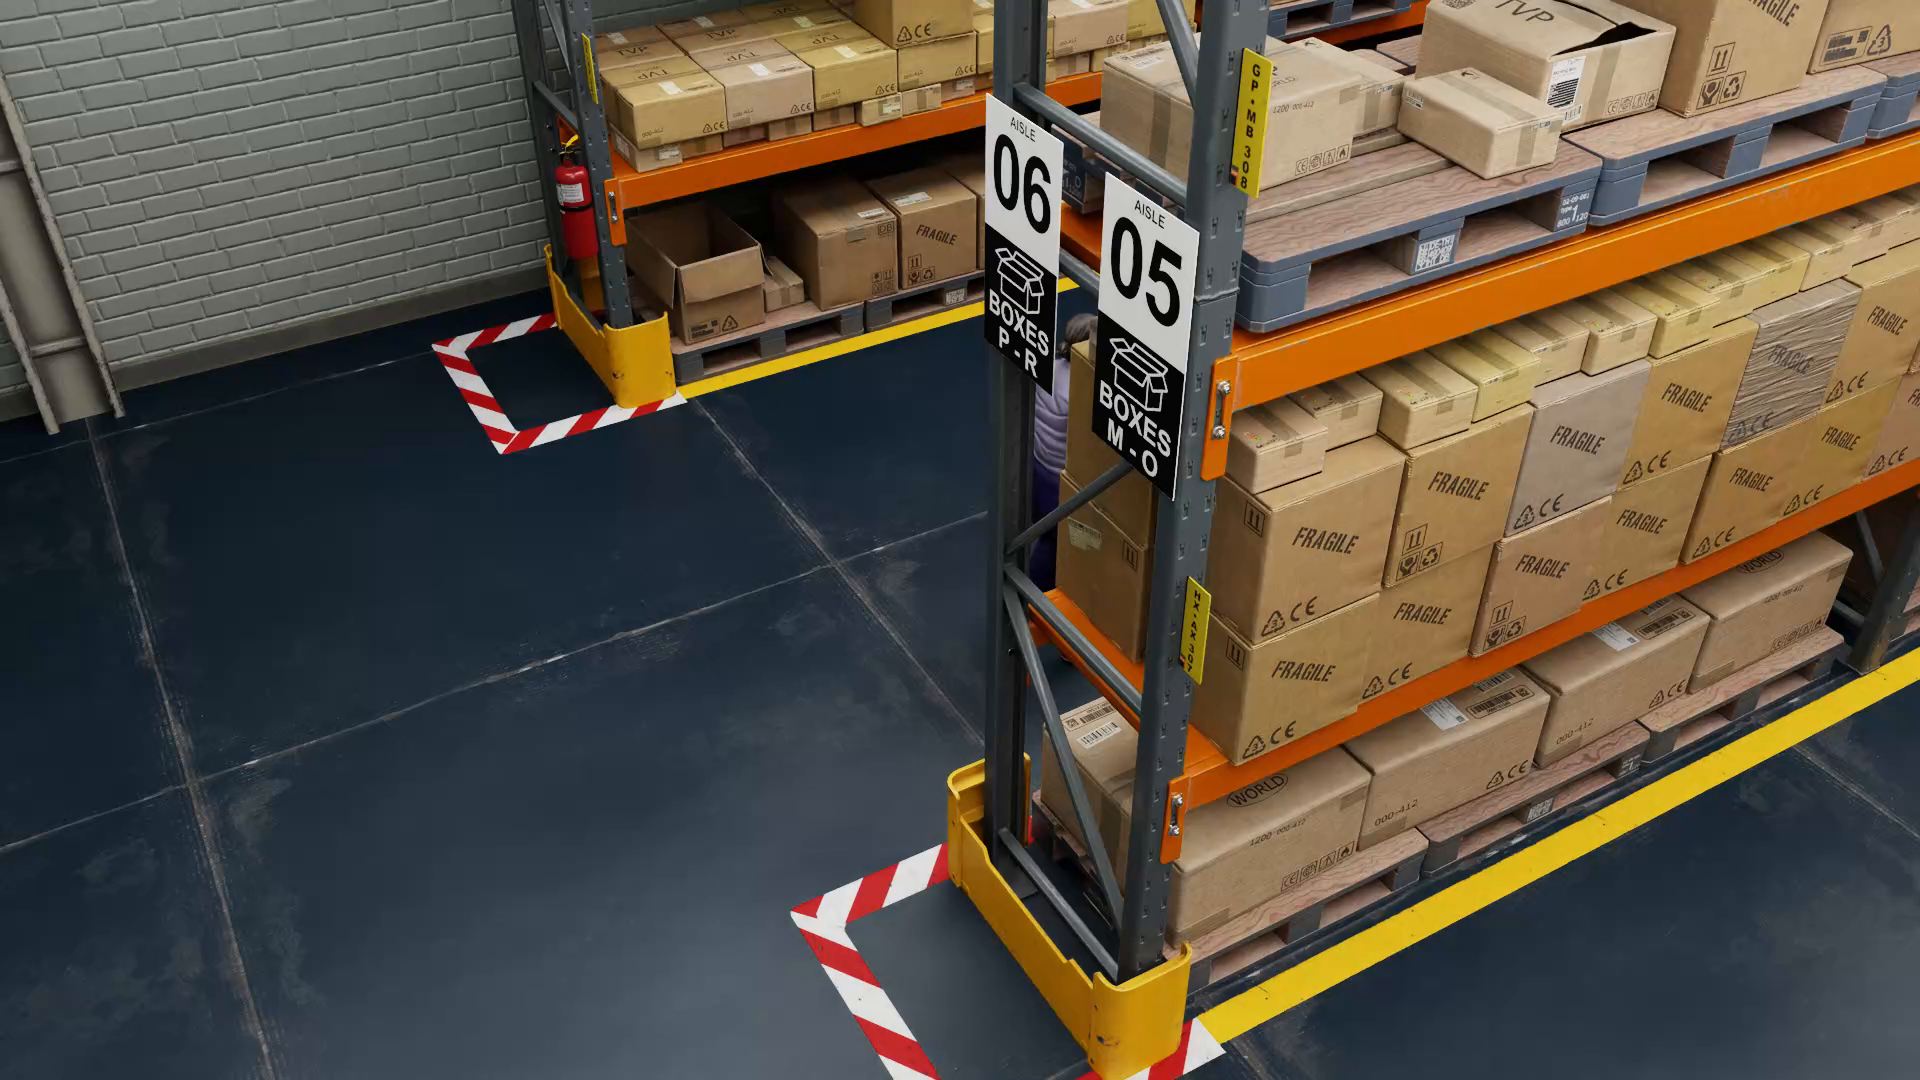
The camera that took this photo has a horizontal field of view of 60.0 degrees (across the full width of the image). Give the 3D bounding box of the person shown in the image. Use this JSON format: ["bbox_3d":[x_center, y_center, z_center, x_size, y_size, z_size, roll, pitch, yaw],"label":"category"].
[{"bbox_3d":[0.474,-0.220,7.225,0.375,1.650,0.545,-21,42,-26],"label":"person"}]
